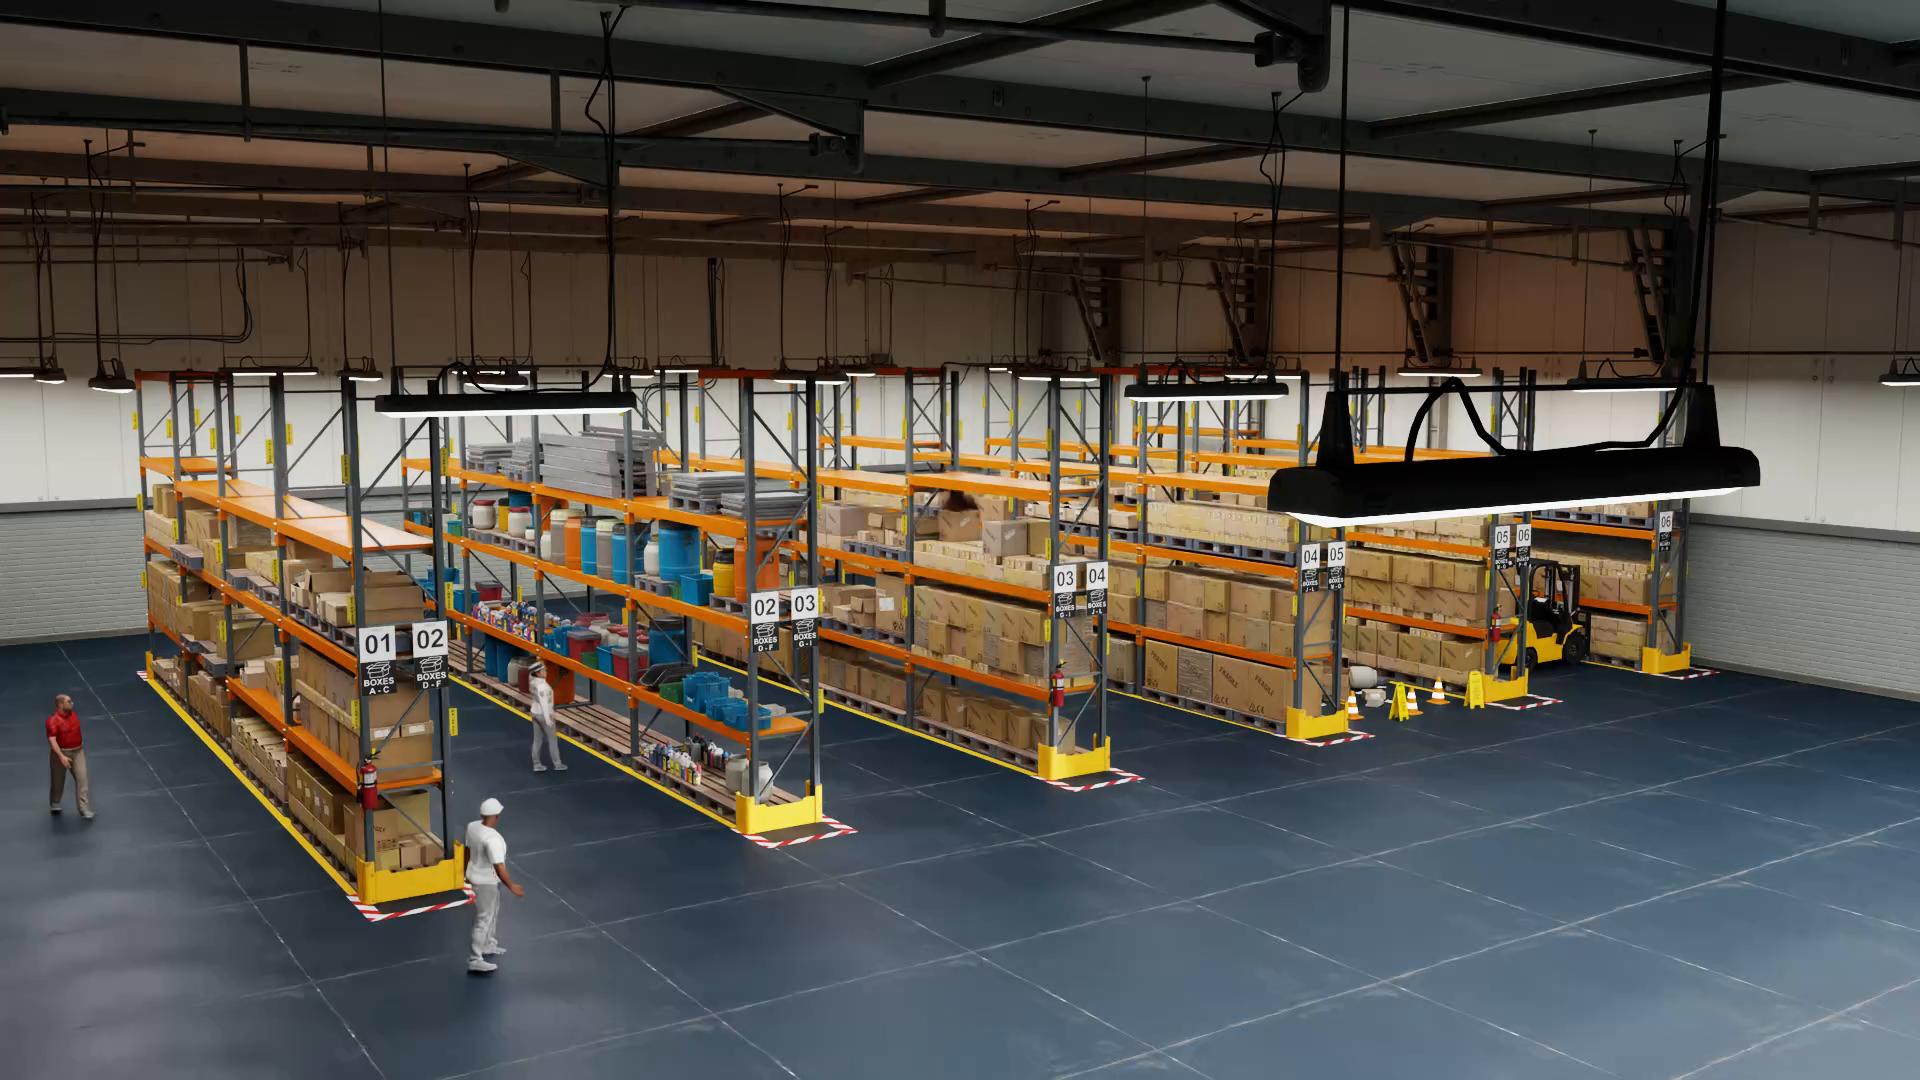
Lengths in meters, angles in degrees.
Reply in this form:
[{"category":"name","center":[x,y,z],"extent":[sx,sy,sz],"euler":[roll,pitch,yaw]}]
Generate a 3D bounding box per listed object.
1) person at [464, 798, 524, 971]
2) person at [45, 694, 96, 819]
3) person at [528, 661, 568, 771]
[{"category":"person","center":[-4.871,3.537,17.226],"extent":[0.572,1.785,0.689],"euler":[-3,7,-28]},{"category":"person","center":[-12.175,2.941,22.645],"extent":[0.475,1.680,1.025],"euler":[-6,9,-41]},{"category":"person","center":[-6.252,2.654,25.181],"extent":[0.513,1.694,0.499],"euler":[-6,9,-44]}]
